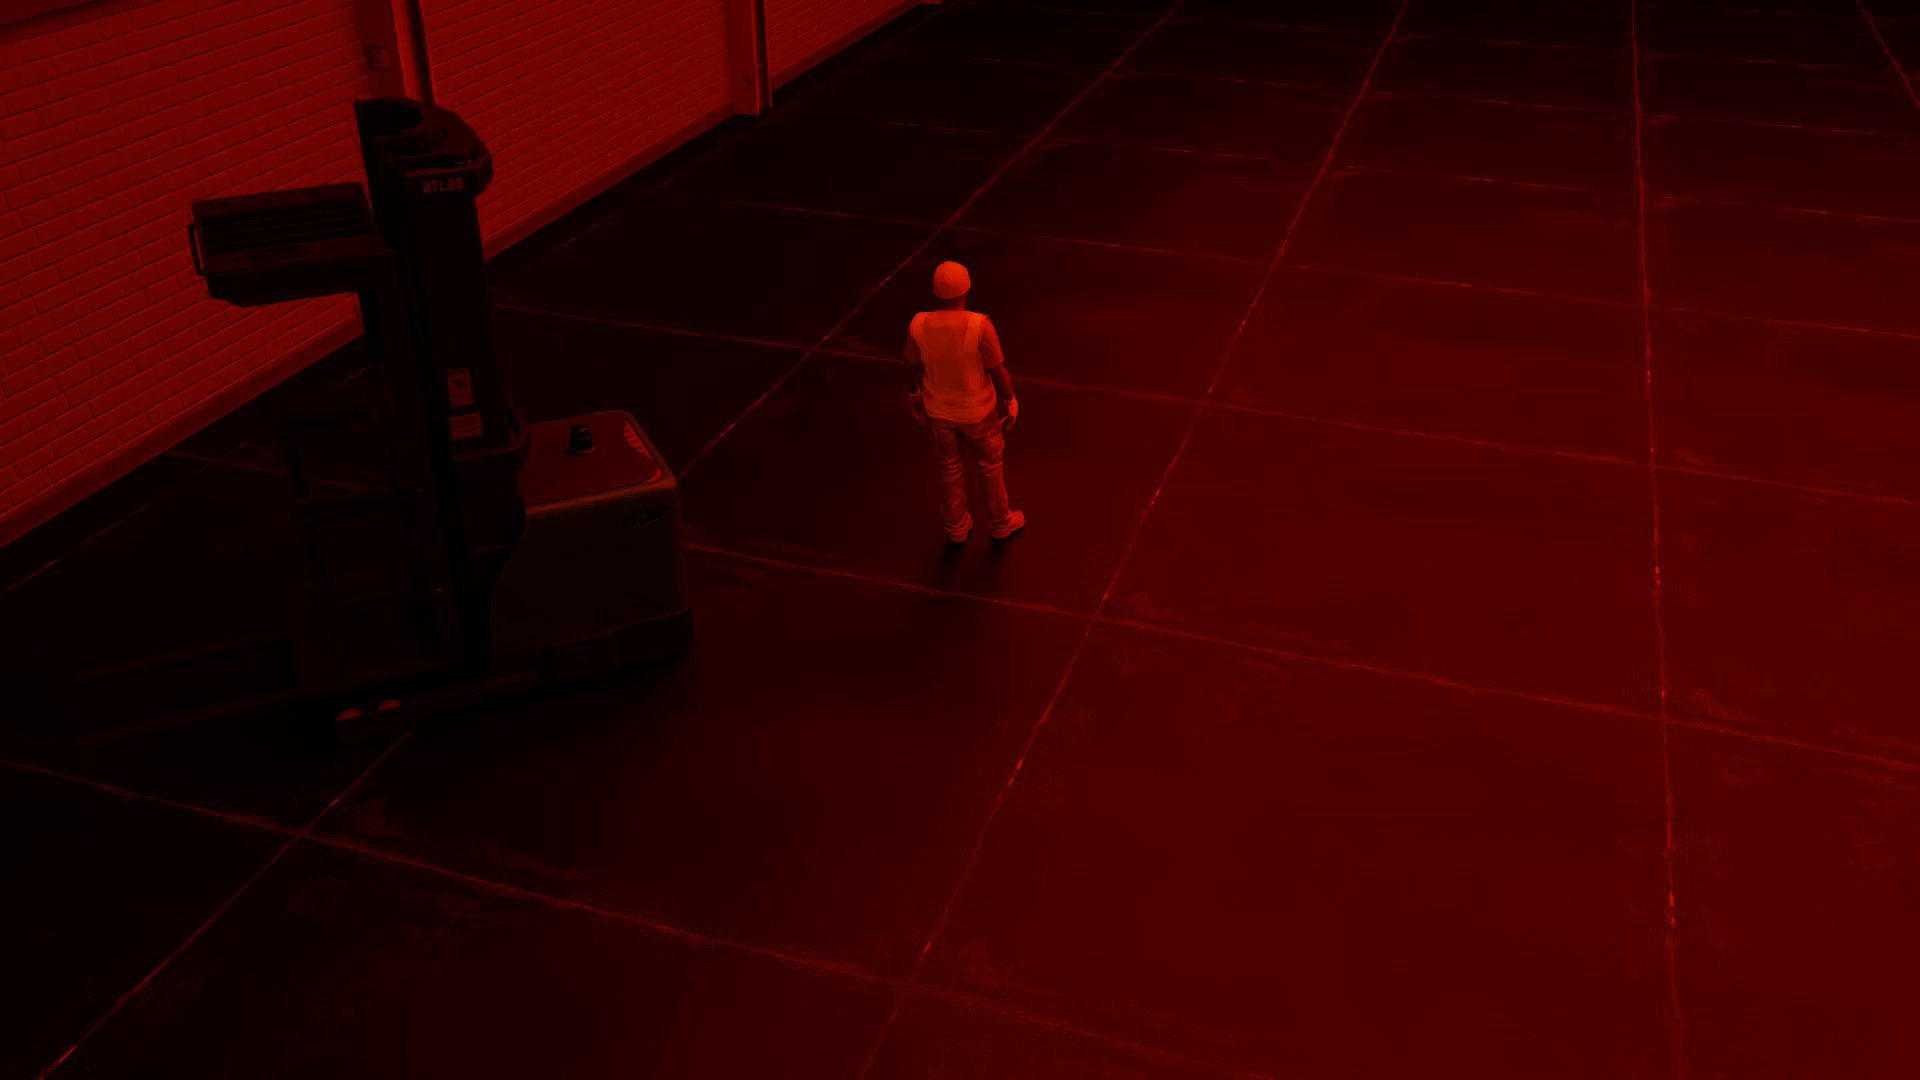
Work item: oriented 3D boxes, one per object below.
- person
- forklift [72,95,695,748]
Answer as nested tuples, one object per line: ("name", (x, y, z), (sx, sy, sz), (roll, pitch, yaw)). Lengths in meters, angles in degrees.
("person", (0.031, -0.813, 9.709), (0.656, 1.784, 0.575), (10, 31, 16))
("forklift", (-2.991, -0.558, 8.115), (3.031, 2.935, 1.130), (-13, 32, -21))
